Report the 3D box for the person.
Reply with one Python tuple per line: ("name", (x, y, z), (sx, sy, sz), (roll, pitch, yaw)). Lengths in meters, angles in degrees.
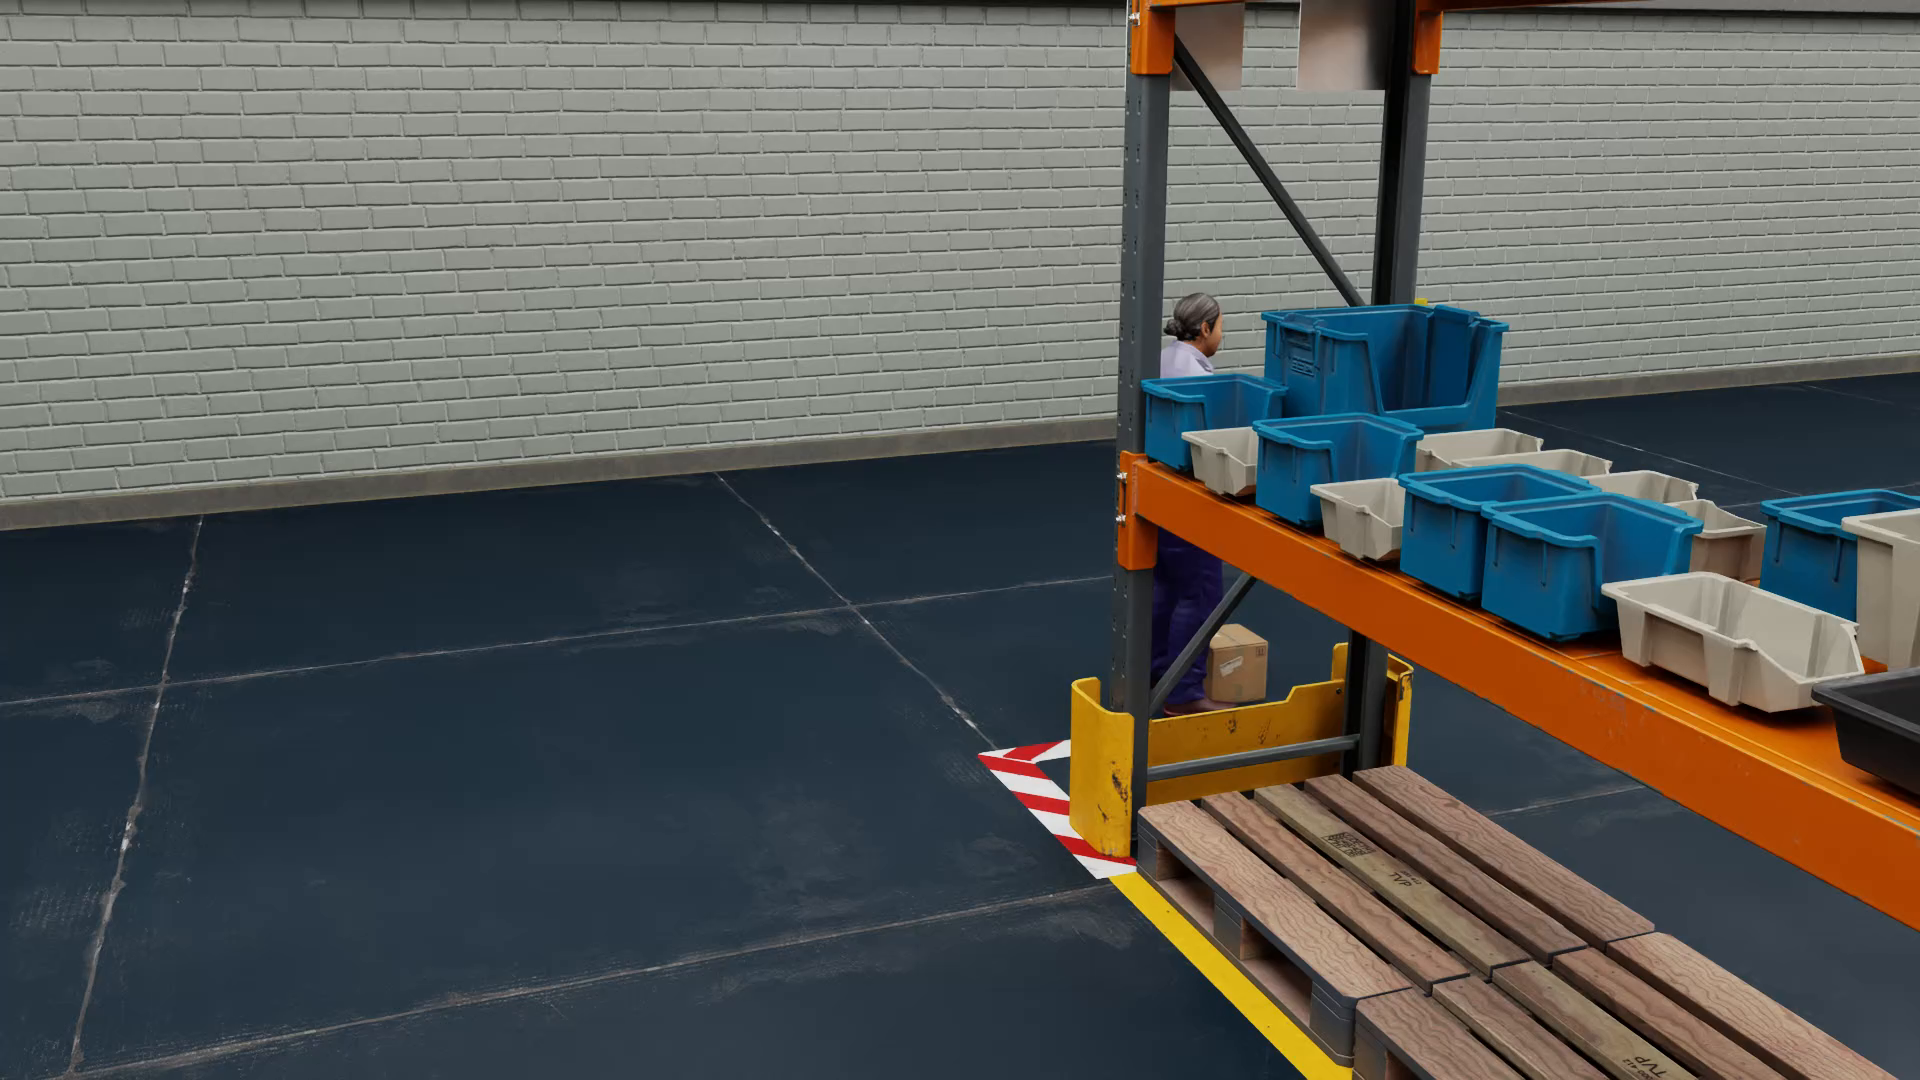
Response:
("person", (0.862, -0.139, 6.537), (0.372, 1.651, 0.544), (-6, 17, -19))
